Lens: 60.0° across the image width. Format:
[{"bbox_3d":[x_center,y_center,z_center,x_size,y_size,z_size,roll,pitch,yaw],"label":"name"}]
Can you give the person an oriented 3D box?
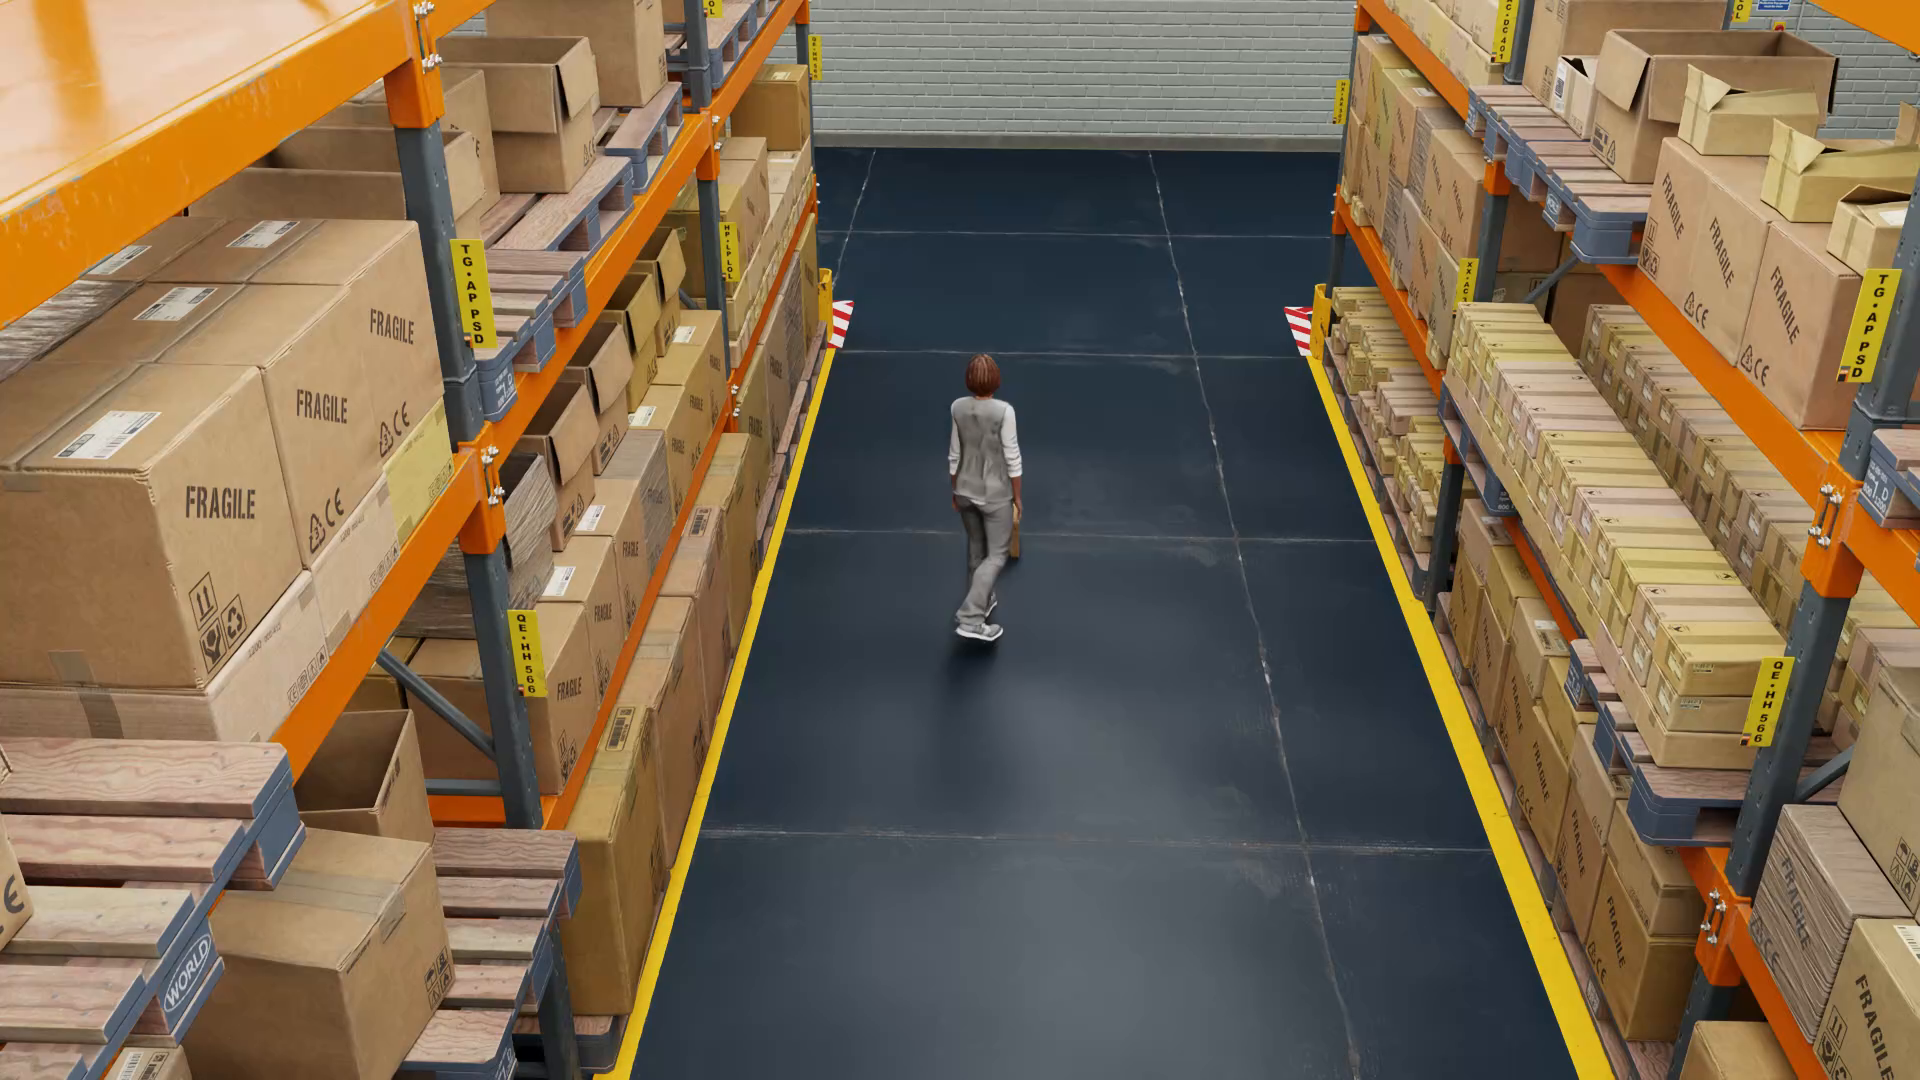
[{"bbox_3d":[0.106,-0.216,9.026,0.435,1.593,0.618,16,32,26],"label":"person"}]
